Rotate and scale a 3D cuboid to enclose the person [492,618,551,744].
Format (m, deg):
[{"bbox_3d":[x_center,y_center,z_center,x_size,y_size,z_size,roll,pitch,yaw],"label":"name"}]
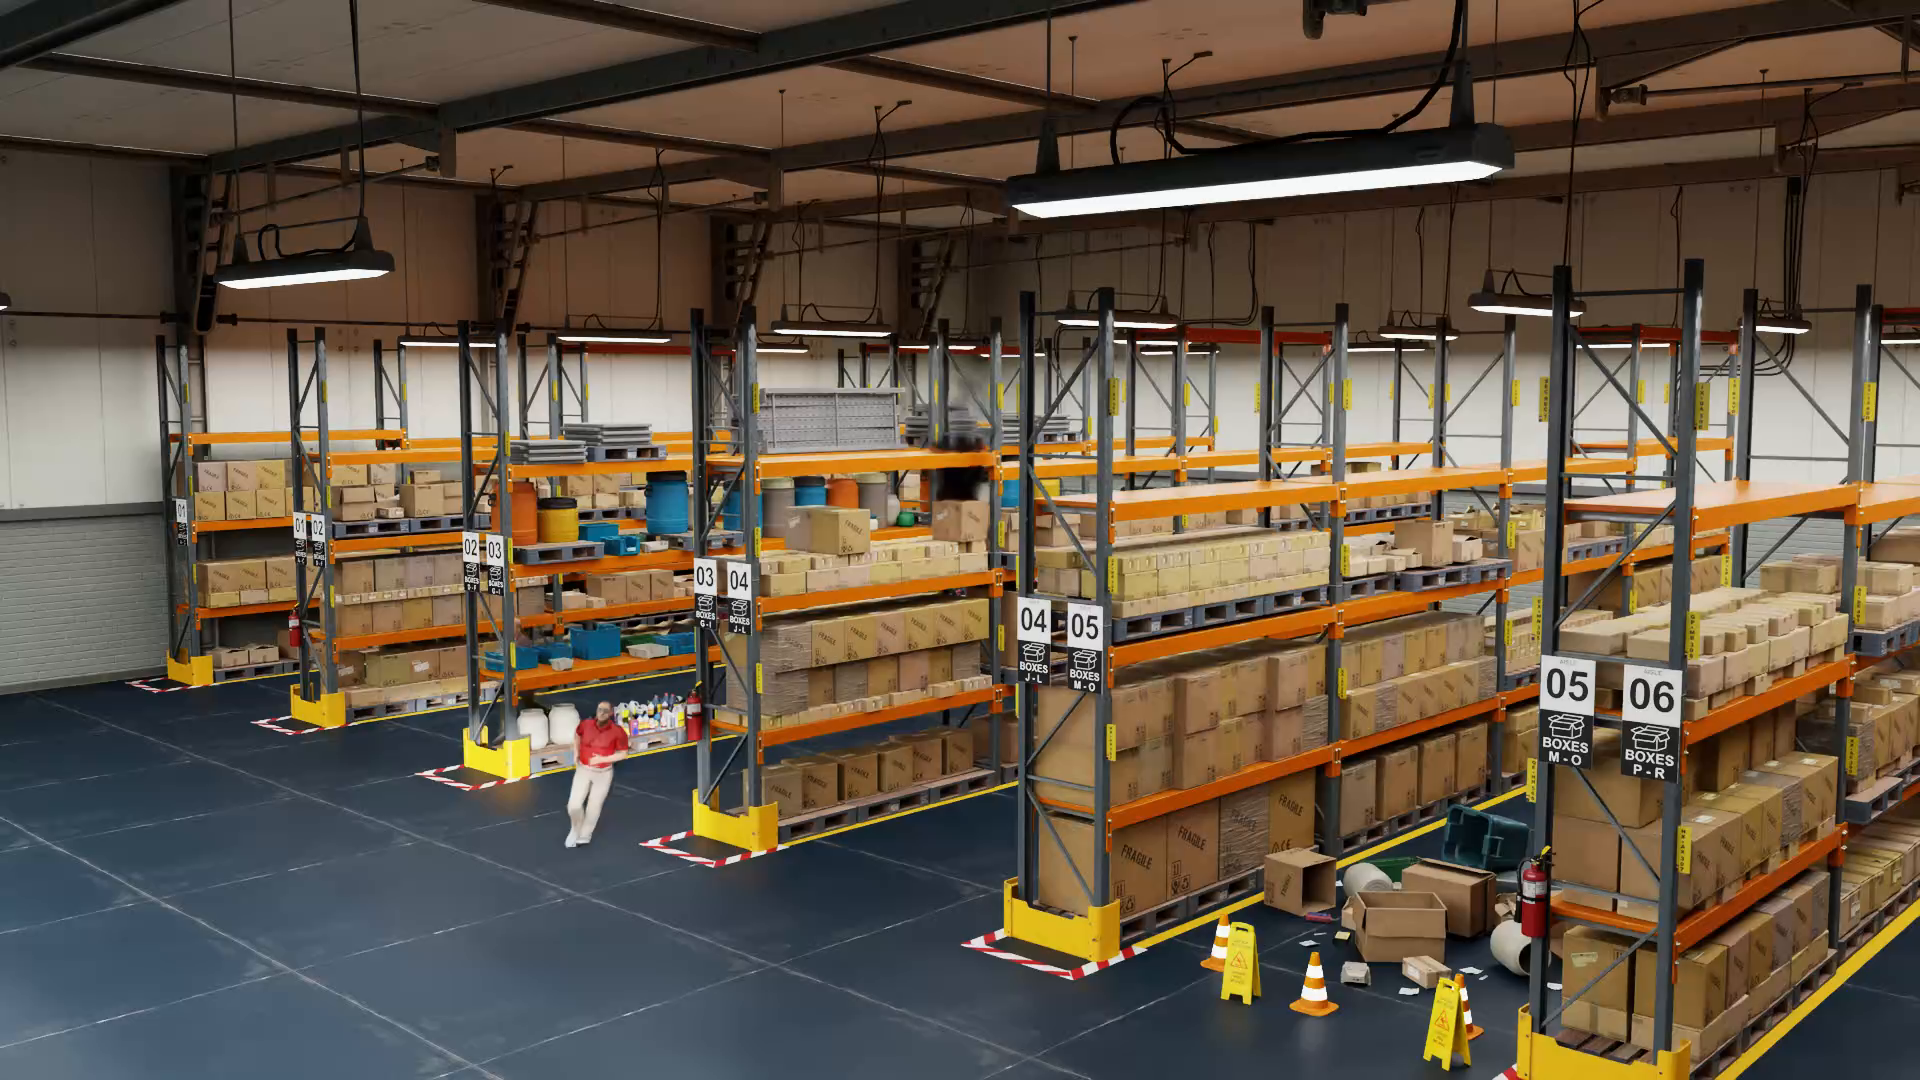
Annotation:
[{"bbox_3d":[-6.368,2.013,24.152,0.662,1.792,1.019,4,7,35],"label":"person"}]

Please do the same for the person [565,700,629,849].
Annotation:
[{"bbox_3d":[-4.040,2.611,18.465,0.740,1.690,0.633,0,5,1],"label":"person"}]
